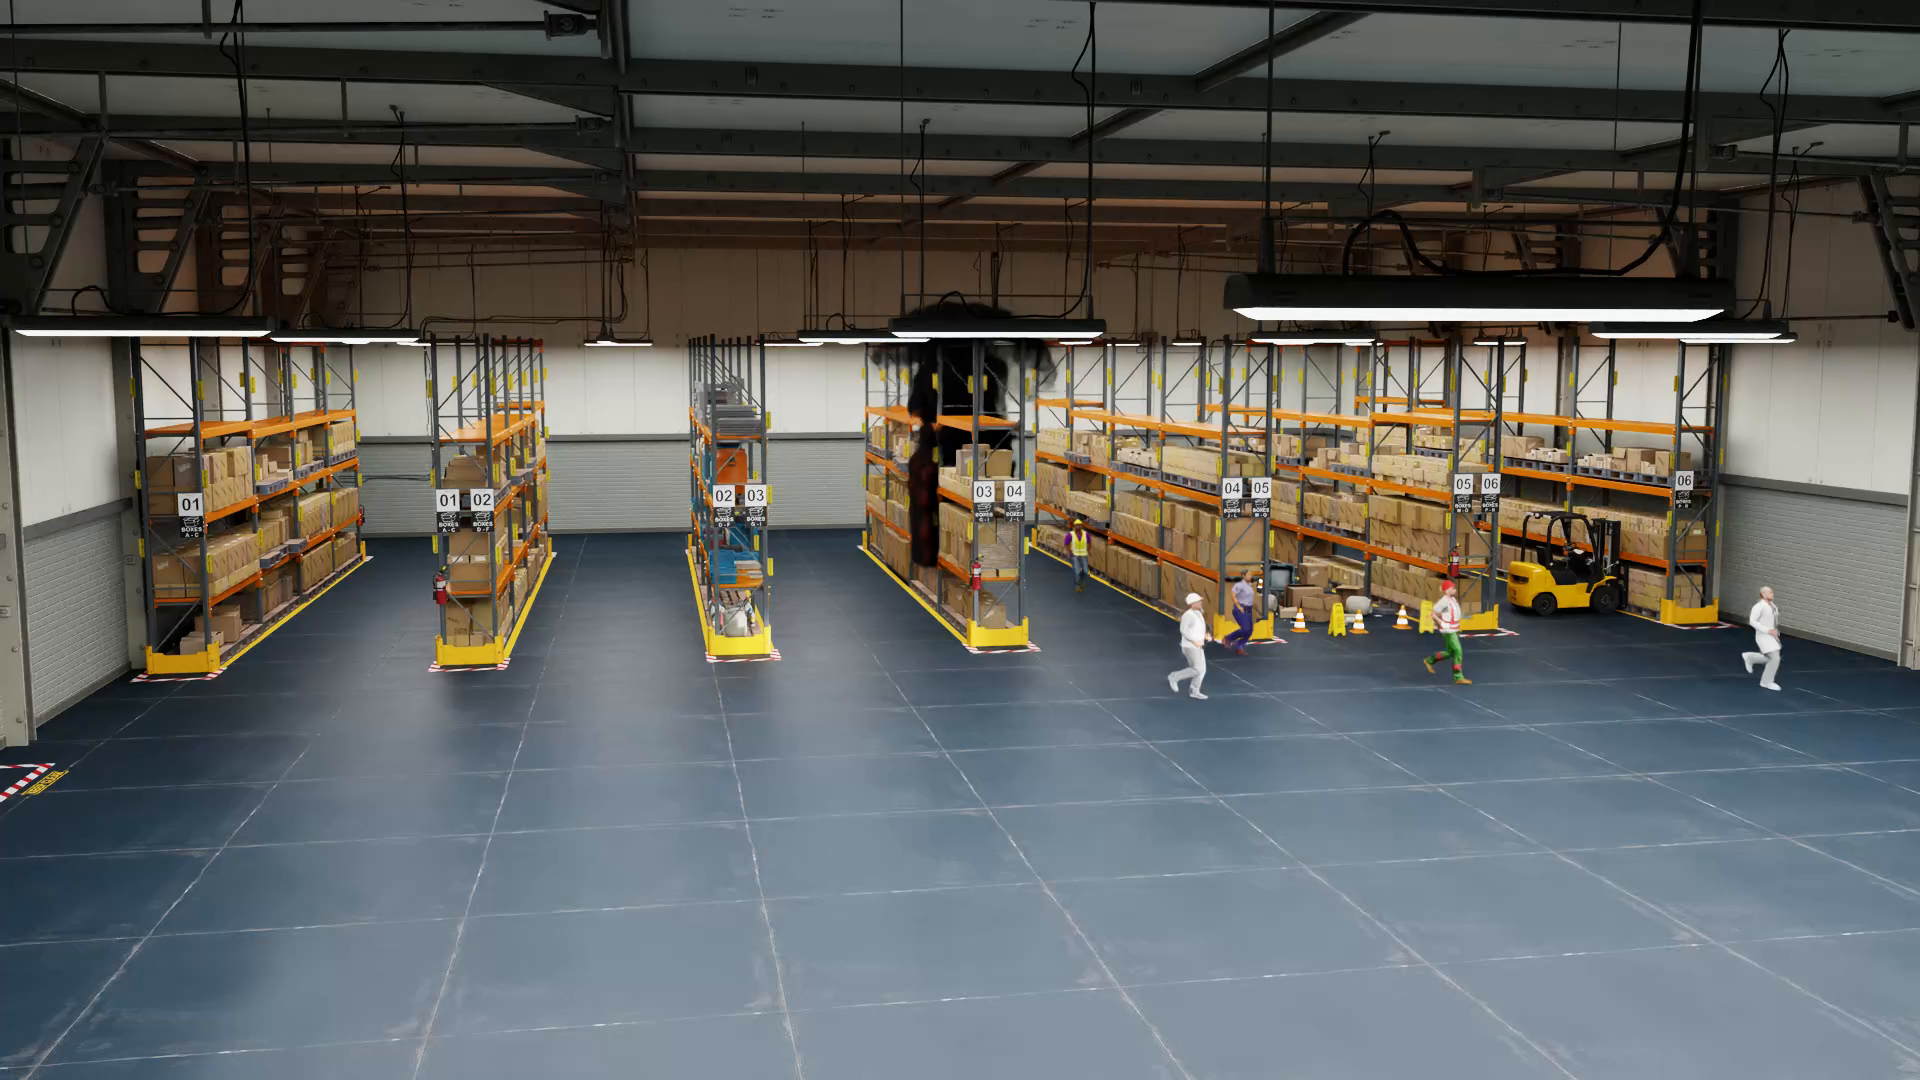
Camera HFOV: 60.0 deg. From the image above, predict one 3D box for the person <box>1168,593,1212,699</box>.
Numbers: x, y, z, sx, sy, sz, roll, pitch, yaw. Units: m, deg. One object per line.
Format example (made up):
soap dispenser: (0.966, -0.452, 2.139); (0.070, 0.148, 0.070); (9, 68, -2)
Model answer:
person: (3.785, 1.738, 27.388); (0.645, 1.752, 0.622); (3, 7, 25)

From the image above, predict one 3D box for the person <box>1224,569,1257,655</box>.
person: (5.325, 1.388, 31.430); (0.539, 1.513, 0.656); (4, 8, 34)

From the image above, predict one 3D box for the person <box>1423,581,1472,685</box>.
person: (8.387, 1.576, 28.574); (0.914, 1.764, 0.670); (5, 8, 36)

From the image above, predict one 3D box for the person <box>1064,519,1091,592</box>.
person: (2.808, 0.375, 39.181); (0.674, 1.721, 0.524); (-1, 7, -8)

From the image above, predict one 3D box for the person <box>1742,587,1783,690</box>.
person: (13.644, 1.648, 28.261); (0.730, 1.723, 0.716); (-6, 9, -42)
